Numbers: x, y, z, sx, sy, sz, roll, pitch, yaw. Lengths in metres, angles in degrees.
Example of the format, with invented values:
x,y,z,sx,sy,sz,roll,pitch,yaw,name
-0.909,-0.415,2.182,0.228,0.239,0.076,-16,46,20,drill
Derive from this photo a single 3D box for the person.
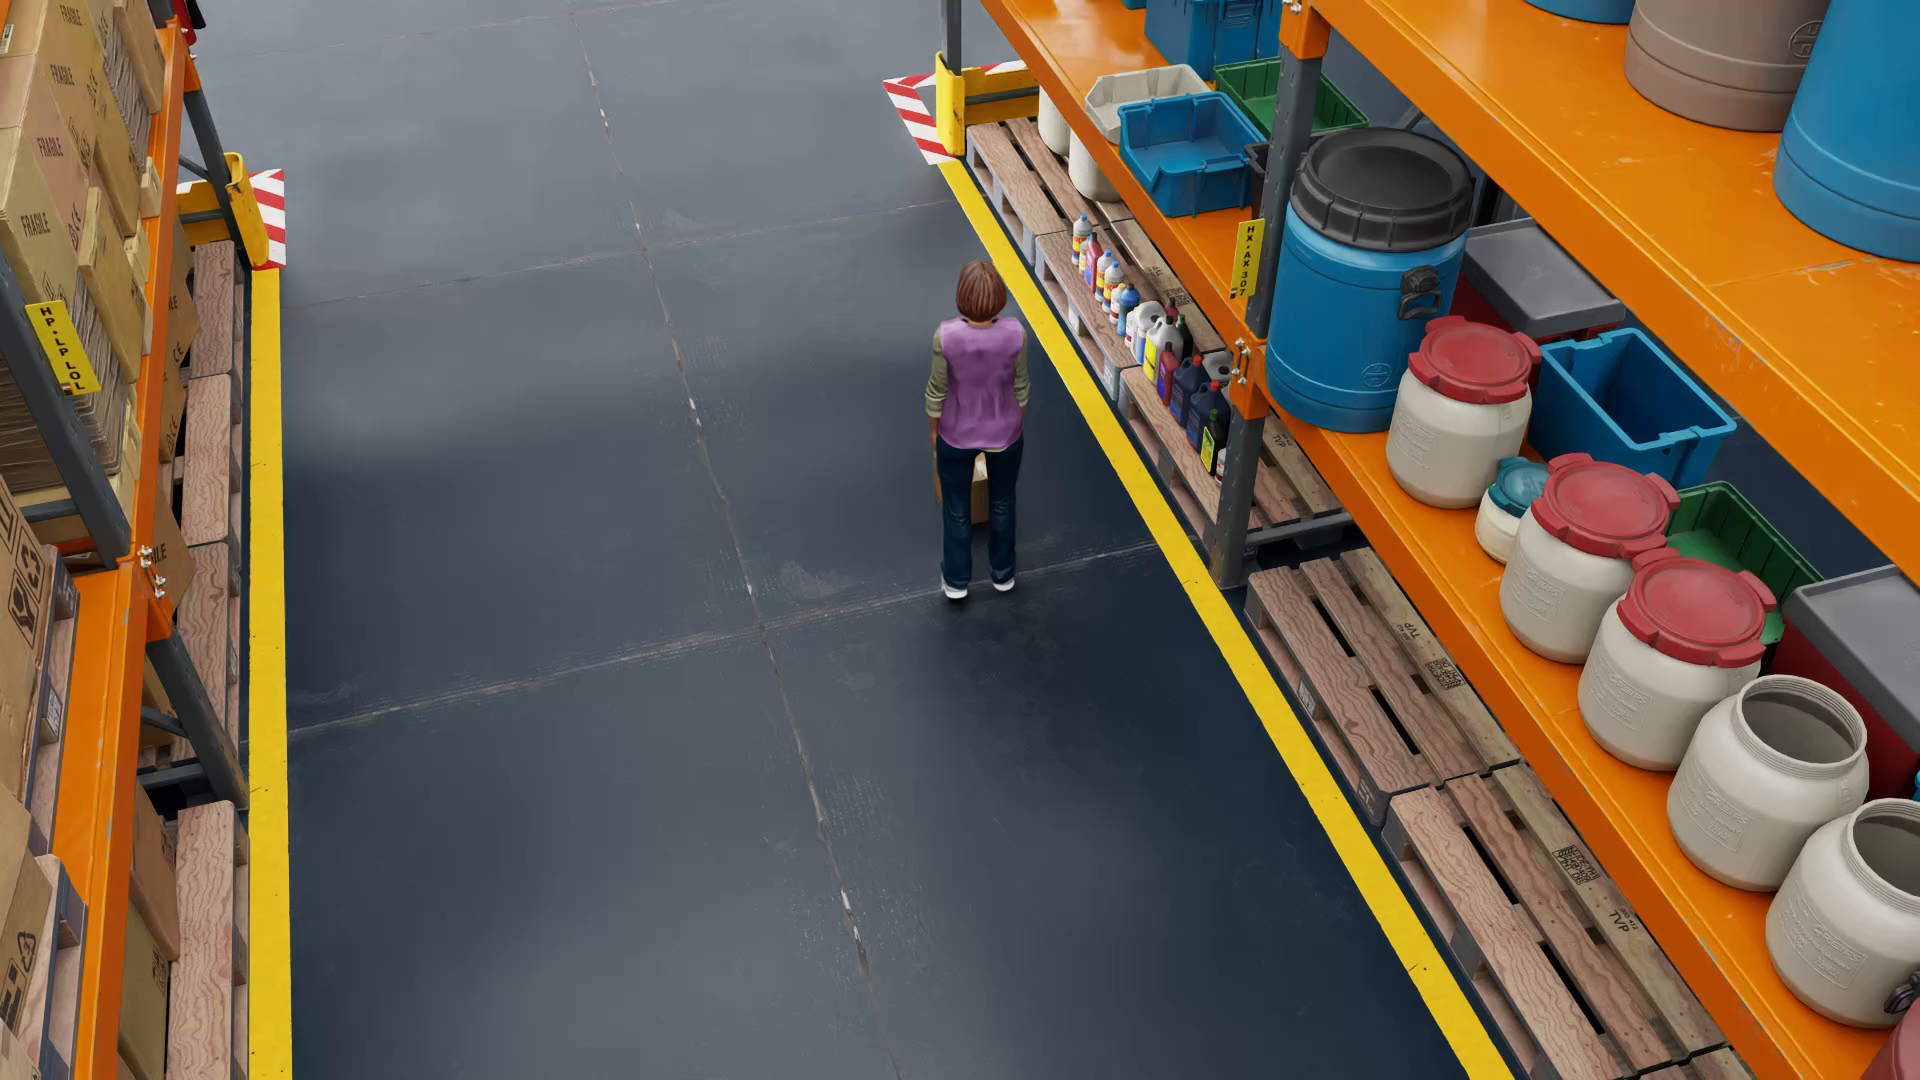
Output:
x,y,z,sx,sy,sz,roll,pitch,yaw,name
0.067,-0.414,6.636,0.406,1.626,0.321,-3,43,-3,person
